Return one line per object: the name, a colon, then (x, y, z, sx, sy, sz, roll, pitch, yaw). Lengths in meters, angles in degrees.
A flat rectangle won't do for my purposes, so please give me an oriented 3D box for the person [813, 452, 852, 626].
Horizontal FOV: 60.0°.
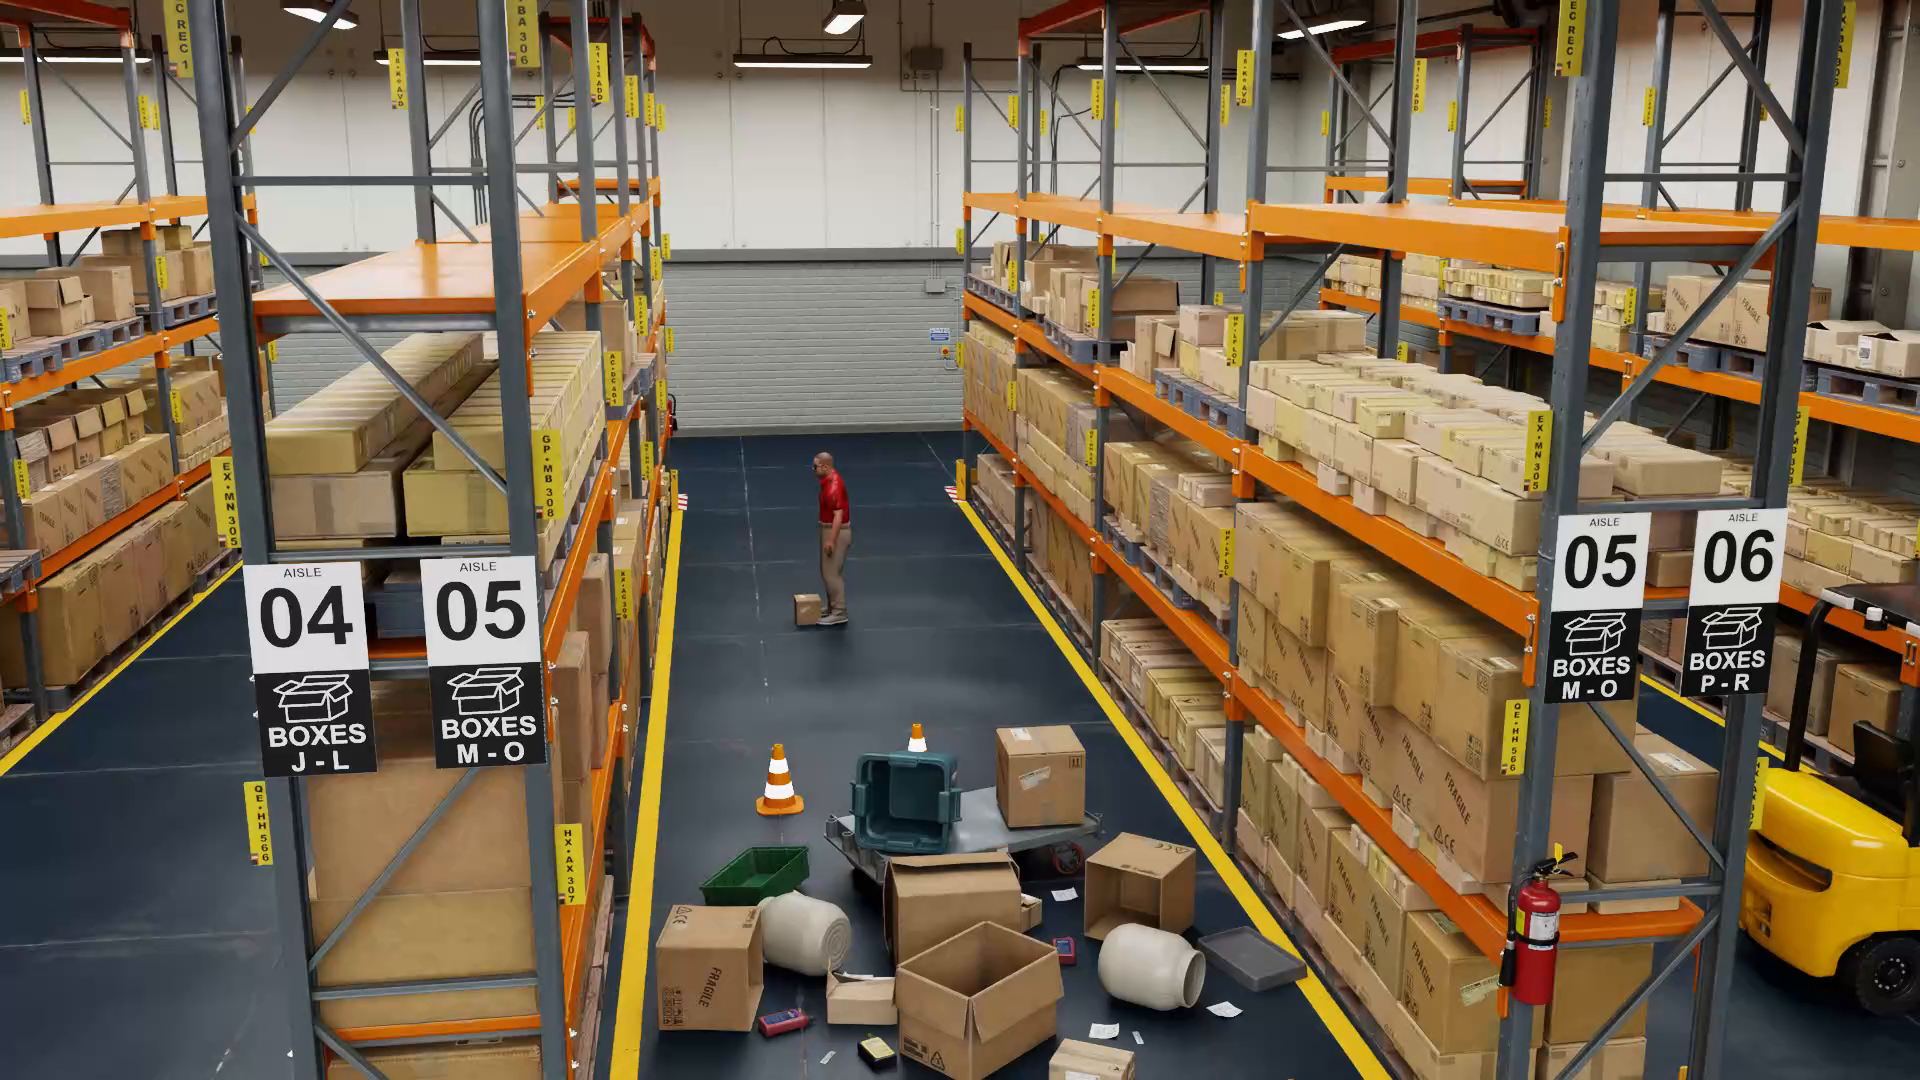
person: (-1.286, -0.031, 16.647, 0.390, 1.727, 0.585, -2, 13, -9)
